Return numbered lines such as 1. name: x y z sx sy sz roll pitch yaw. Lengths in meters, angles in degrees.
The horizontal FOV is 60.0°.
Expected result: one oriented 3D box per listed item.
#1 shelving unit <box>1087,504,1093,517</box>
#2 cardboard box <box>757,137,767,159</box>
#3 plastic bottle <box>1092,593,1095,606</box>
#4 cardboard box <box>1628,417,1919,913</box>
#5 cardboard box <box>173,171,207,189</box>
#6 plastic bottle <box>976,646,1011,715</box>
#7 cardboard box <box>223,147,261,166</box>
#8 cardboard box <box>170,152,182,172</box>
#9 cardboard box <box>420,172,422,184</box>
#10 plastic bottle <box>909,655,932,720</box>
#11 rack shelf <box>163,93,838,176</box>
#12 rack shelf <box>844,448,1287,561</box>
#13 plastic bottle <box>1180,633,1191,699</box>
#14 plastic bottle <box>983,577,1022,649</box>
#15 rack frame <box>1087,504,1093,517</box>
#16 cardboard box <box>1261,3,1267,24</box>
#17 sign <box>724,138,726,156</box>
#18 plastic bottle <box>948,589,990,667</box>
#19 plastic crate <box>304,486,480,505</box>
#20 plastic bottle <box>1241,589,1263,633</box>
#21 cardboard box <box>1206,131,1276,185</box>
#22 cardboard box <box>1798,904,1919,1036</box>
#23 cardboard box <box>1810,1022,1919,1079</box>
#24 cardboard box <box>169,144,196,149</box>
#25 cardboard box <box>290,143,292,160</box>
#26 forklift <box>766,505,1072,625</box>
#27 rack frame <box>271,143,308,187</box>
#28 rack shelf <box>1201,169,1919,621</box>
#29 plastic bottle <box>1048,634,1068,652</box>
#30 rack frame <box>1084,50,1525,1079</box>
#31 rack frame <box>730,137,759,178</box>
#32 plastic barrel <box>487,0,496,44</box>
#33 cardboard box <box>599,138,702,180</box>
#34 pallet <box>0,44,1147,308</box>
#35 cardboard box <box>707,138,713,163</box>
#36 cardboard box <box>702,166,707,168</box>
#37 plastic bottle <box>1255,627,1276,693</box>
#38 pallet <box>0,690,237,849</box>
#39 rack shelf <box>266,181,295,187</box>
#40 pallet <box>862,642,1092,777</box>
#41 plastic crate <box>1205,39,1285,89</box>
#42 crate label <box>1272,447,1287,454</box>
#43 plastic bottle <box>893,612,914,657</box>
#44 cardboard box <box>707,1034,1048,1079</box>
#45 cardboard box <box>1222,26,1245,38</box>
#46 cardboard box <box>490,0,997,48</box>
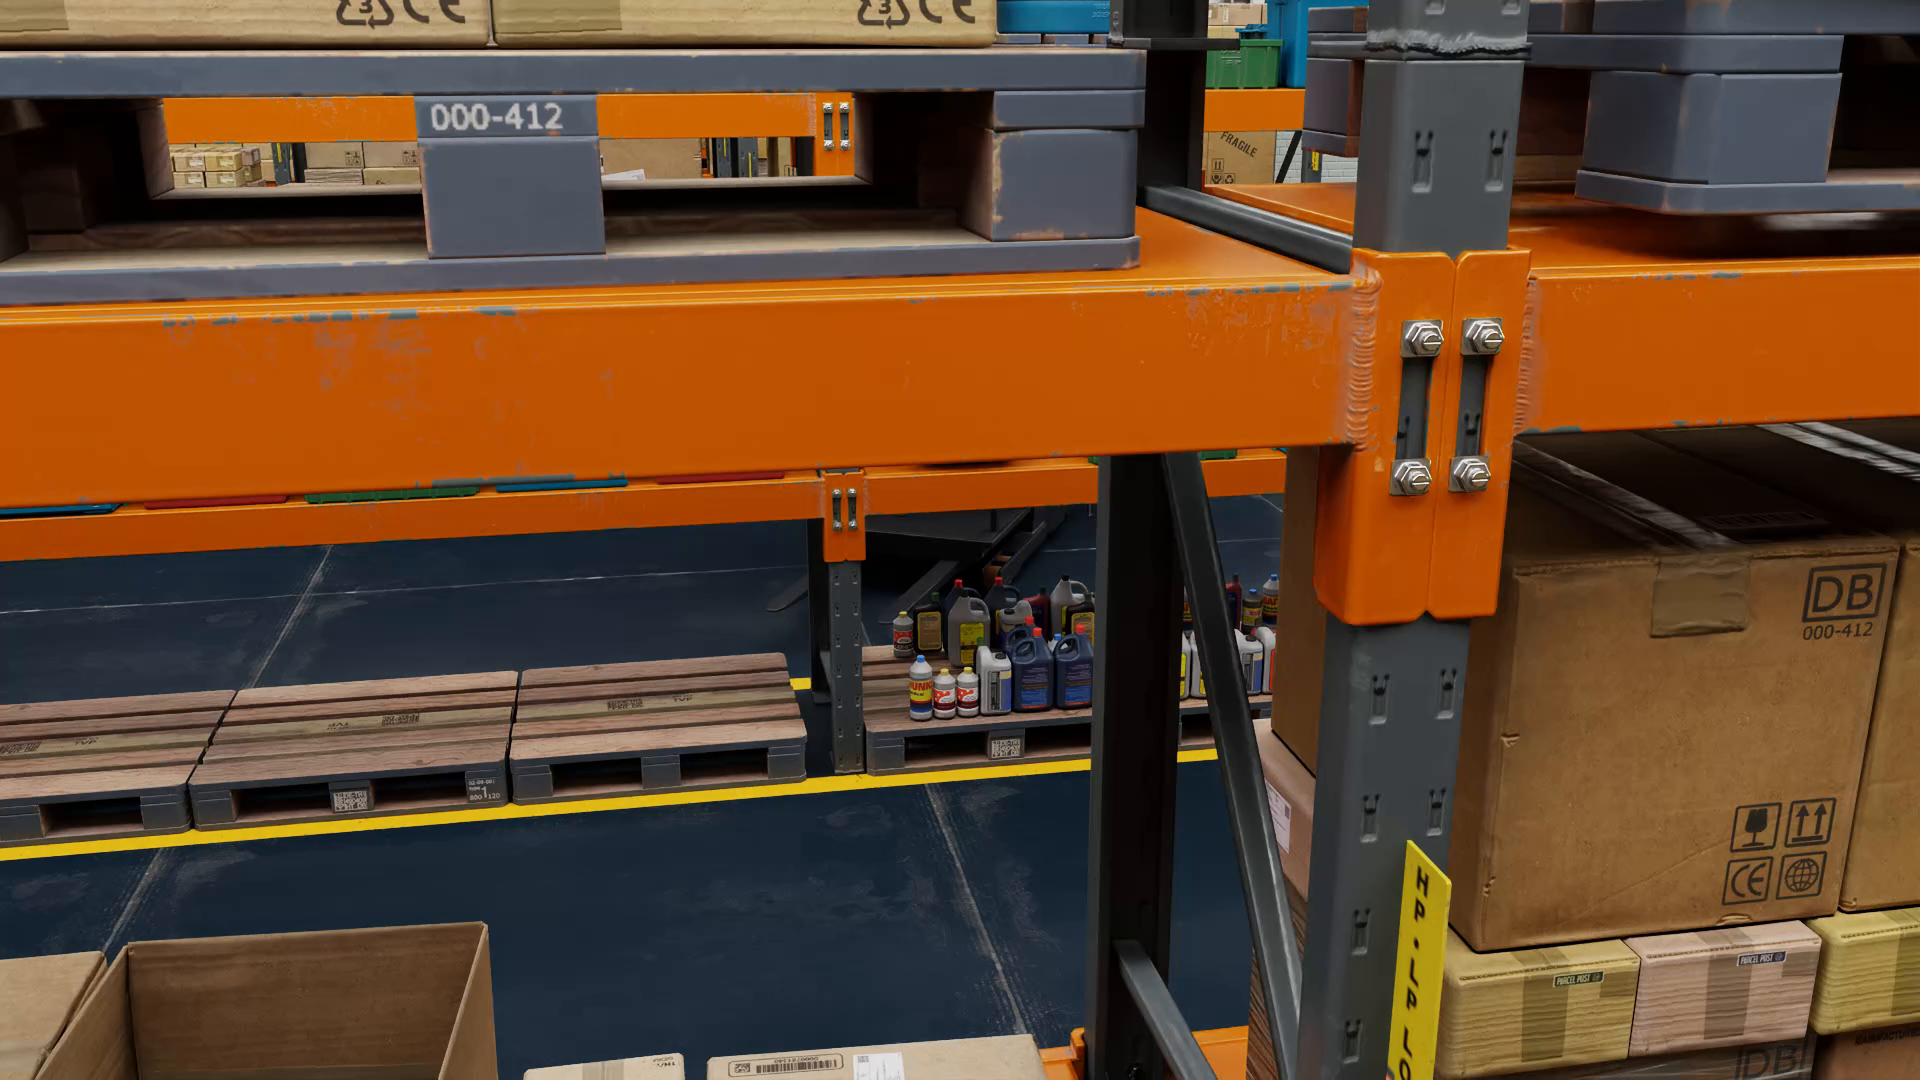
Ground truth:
1. shelving unit: 1.102 -0.717 10.602 0.503 1.200 0.258 11 20 31
2. cardboard box: -1.975 -4.042 16.270 0.550 0.550 0.875 -3 17 -10
3. plastic bottle: 0.681 0.356 7.935 0.135 0.276 0.152 -3 17 -9
4. cardboard box: 1.304 0.125 2.418 0.500 0.500 0.700 -3 17 -11
5. cardboard box: -6.931 -3.270 15.055 0.250 0.149 0.380 -3 17 -8
6. plastic bottle: 0.146 0.594 7.159 0.135 0.276 0.152 -3 17 -8
7. cardboard box: -6.766 -3.616 15.675 0.250 0.149 0.380 -3 17 -10
8. cardboard box: -7.169 -3.399 14.968 0.250 0.149 0.380 -3 17 -9
9. cardboard box: -4.785 -3.273 15.689 0.500 0.500 0.500 -3 17 -10
10. plastic bottle: -0.166 0.622 7.076 0.097 0.271 0.097 0 17 0
11. rack shelf: -2.526 -1.559 6.396 4.000 0.370 1.077 -3 17 -10
12. rack shelf: 1.401 -0.348 7.562 4.000 0.370 1.077 -3 17 -10
13. plastic bottle: 0.912 0.516 7.286 0.185 0.351 0.144 -3 17 -11
14. plastic bottle: 0.204 0.346 7.840 0.185 0.351 0.144 -4 18 -13
15. rack frame: 0.897 -0.756 10.729 0.015 1.200 0.240 11 20 31
16. cardboard box: 2.212 -3.679 11.647 0.250 0.149 0.380 -3 17 -10
17. sign: -2.231 -3.804 15.750 0.005 0.325 0.100 -3 17 -10
18. plastic bottle: 0.043 0.398 7.670 0.185 0.351 0.144 -3 17 -10
19. plastic crate: -2.219 -0.301 6.544 0.662 0.188 0.450 -3 17 -10
20. plastic bottle: 1.424 0.341 8.110 0.097 0.201 0.097 0 17 0
21. cardboard box: 1.932 -2.797 11.930 0.500 0.500 0.500 -3 17 -10
22. cardboard box: 1.174 0.502 2.295 0.250 0.149 0.380 -4 17 -12
23. cardboard box: 1.325 0.742 2.617 0.500 0.500 0.700 -3 17 -11
24. cardboard box: -9.248 -4.616 19.637 0.500 0.250 0.500 -4 17 -12
25. cardboard box: -7.737 -4.710 19.940 0.500 0.250 0.500 -3 17 -11
26. forklift: -0.194 -1.227 9.315 1.130 2.935 3.031 5 18 17
27. rack frame: -6.271 -3.221 15.690 0.127 3.000 1.000 -3 17 -10
28. rack shelf: 2.337 -0.354 2.471 4.000 0.370 1.077 -3 17 -10
29. plastic bottle: 0.428 0.545 7.326 0.097 0.271 0.097 0 17 0
30. rack frame: 0.374 0.848 2.444 0.127 3.000 1.000 -3 17 -10
31. rack frame: -1.502 -2.008 11.742 0.127 3.000 1.000 -3 17 -10
32. plastic barrel: -1.663 -2.127 6.165 0.600 0.901 0.600 0 17 0
33. cardboard box: -2.309 -2.492 11.580 1.000 1.000 1.000 -3 17 -10
34. pallet: -0.490 -0.442 1.859 1.217 0.209 0.805 -4 18 -13
35. cardboard box: -2.897 -4.999 20.803 0.500 0.500 0.500 -3 17 -11
36. cardboard box: -3.881 -5.743 26.167 0.500 0.250 0.500 -3 17 -9
37. plastic bottle: 1.392 0.523 7.389 0.135 0.276 0.152 -3 17 -10
38. pallet: -3.722 0.943 6.881 1.213 0.211 1.003 -3 17 -10
39. rack shelf: -9.273 -4.187 20.061 4.000 0.370 1.077 -3 17 -10
40. pallet: 0.105 0.727 7.585 1.213 0.211 1.003 -3 17 -10
41. plastic crate: 1.039 -1.923 6.715 0.450 0.188 0.336 -3 17 -10
42. crate label: 1.609 -0.640 7.226 0.616 0.435 0.502 -3 17 -10
43. plastic bottle: -0.265 0.437 7.798 0.097 0.201 0.097 0 17 0
44. cardboard box: -0.101 0.959 2.335 0.500 0.250 0.500 -2 17 -7
45. cardboard box: 2.000 -3.493 11.723 0.500 0.250 0.500 -3 17 -9
46. cardboard box: -0.233 -0.684 1.861 0.500 0.250 0.500 -1 17 -5
